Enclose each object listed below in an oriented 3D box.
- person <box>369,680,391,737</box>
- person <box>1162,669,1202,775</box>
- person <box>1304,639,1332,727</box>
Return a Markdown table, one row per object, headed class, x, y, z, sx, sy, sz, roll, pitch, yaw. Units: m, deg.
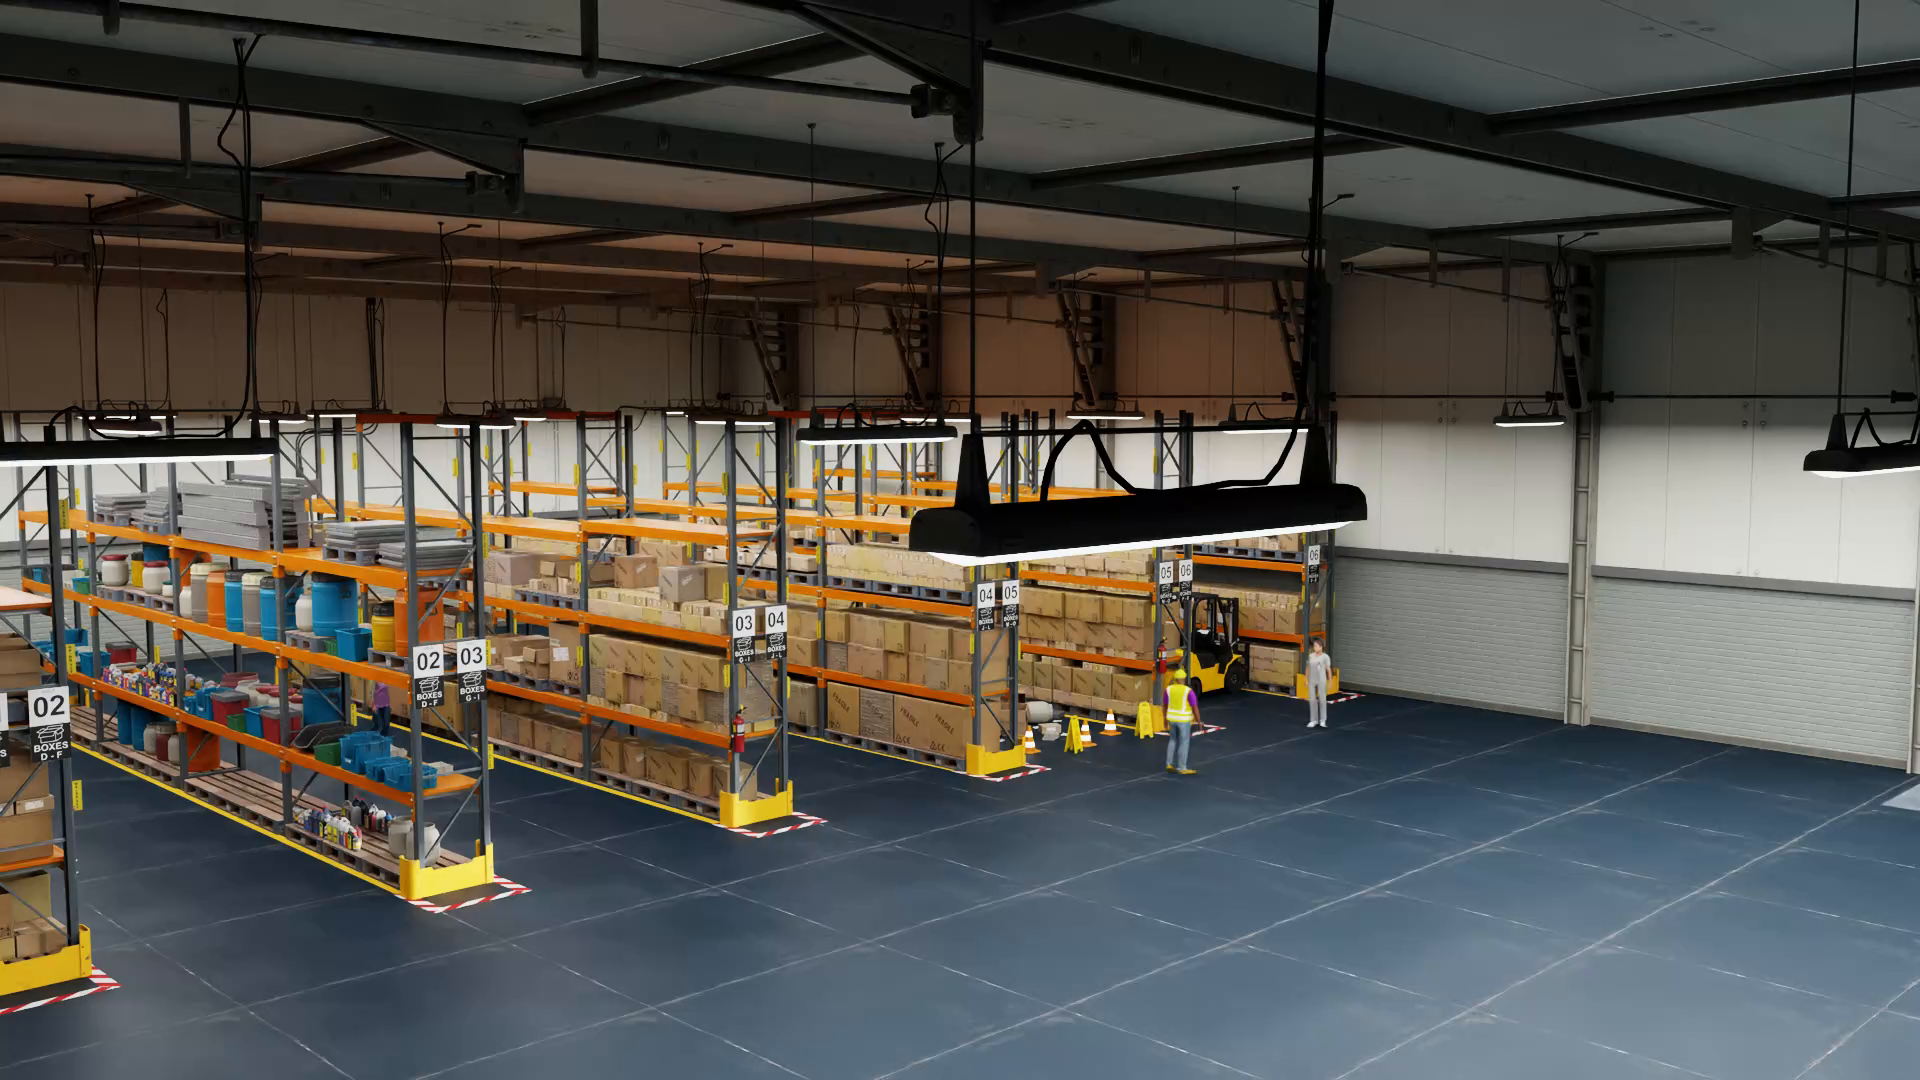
| class | x | y | z | sx | sy | sz | roll | pitch | yaw |
| --- | --- | --- | --- | --- | --- | --- | --- | --- | --- |
| person | -10.315 | 2.967 | 29.502 | 0.473 | 1.592 | 0.458 | 4 | 6 | 40 |
| person | 3.724 | 3.062 | 27.862 | 0.658 | 1.809 | 0.377 | 4 | 6 | 37 |
| person | 6.861 | 2.711 | 31.798 | 0.543 | 1.637 | 0.375 | 3 | 6 | 28 |
